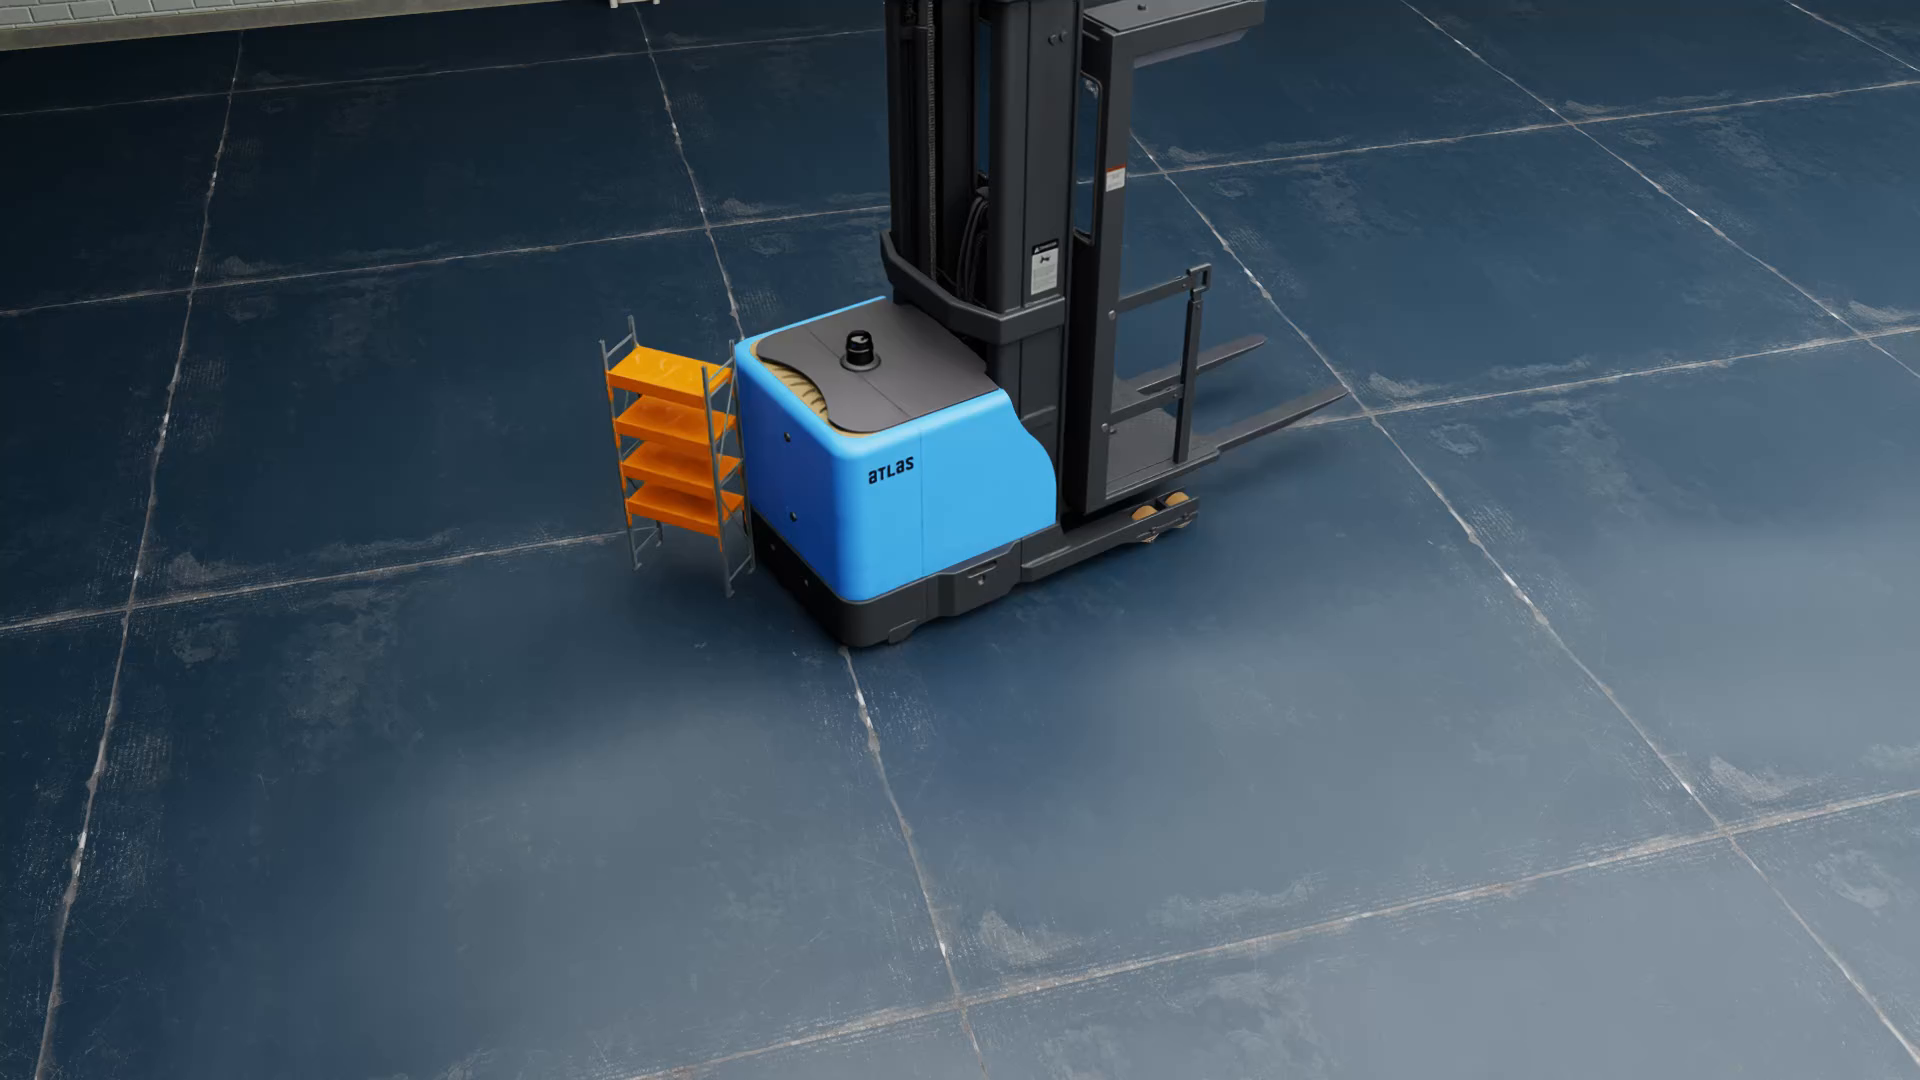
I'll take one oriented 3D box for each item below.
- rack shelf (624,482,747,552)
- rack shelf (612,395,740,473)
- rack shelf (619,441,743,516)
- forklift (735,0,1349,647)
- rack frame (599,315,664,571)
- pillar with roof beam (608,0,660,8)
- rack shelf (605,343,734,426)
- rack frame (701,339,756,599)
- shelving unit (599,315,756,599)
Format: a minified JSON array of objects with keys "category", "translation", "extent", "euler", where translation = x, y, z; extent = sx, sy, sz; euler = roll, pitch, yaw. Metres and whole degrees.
[{"category":"rack shelf","translation":[-1.209,-0.132,7.373],"extent":[0.480,0.148,0.258],"euler":[15,40,19]},{"category":"rack shelf","translation":[-1.209,-0.468,7.116],"extent":[0.480,0.148,0.258],"euler":[15,40,19]},{"category":"rack shelf","translation":[-1.209,-0.290,7.252],"extent":[0.480,0.148,0.258],"euler":[15,40,19]},{"category":"forklift","translation":[0.516,-1.401,7.169],"extent":[3.031,2.935,1.130],"euler":[-22,43,-26]},{"category":"rack frame","translation":[-1.432,-0.403,7.289],"extent":[0.015,1.200,0.240],"euler":[15,40,19]},{"category":"pillar with roof beam","translation":[-1.527,-5.434,7.448],"extent":[0.400,9.000,9.100],"euler":[-9,38,-12]},{"category":"rack shelf","translation":[-1.209,-0.655,6.972],"extent":[0.480,0.148,0.258],"euler":[15,40,19]},{"category":"rack frame","translation":[-0.986,-0.283,7.133],"extent":[0.015,1.200,0.240],"euler":[15,40,19]},{"category":"shelving unit","translation":[-1.209,-0.343,7.211],"extent":[0.503,1.200,0.258],"euler":[15,40,19]}]
